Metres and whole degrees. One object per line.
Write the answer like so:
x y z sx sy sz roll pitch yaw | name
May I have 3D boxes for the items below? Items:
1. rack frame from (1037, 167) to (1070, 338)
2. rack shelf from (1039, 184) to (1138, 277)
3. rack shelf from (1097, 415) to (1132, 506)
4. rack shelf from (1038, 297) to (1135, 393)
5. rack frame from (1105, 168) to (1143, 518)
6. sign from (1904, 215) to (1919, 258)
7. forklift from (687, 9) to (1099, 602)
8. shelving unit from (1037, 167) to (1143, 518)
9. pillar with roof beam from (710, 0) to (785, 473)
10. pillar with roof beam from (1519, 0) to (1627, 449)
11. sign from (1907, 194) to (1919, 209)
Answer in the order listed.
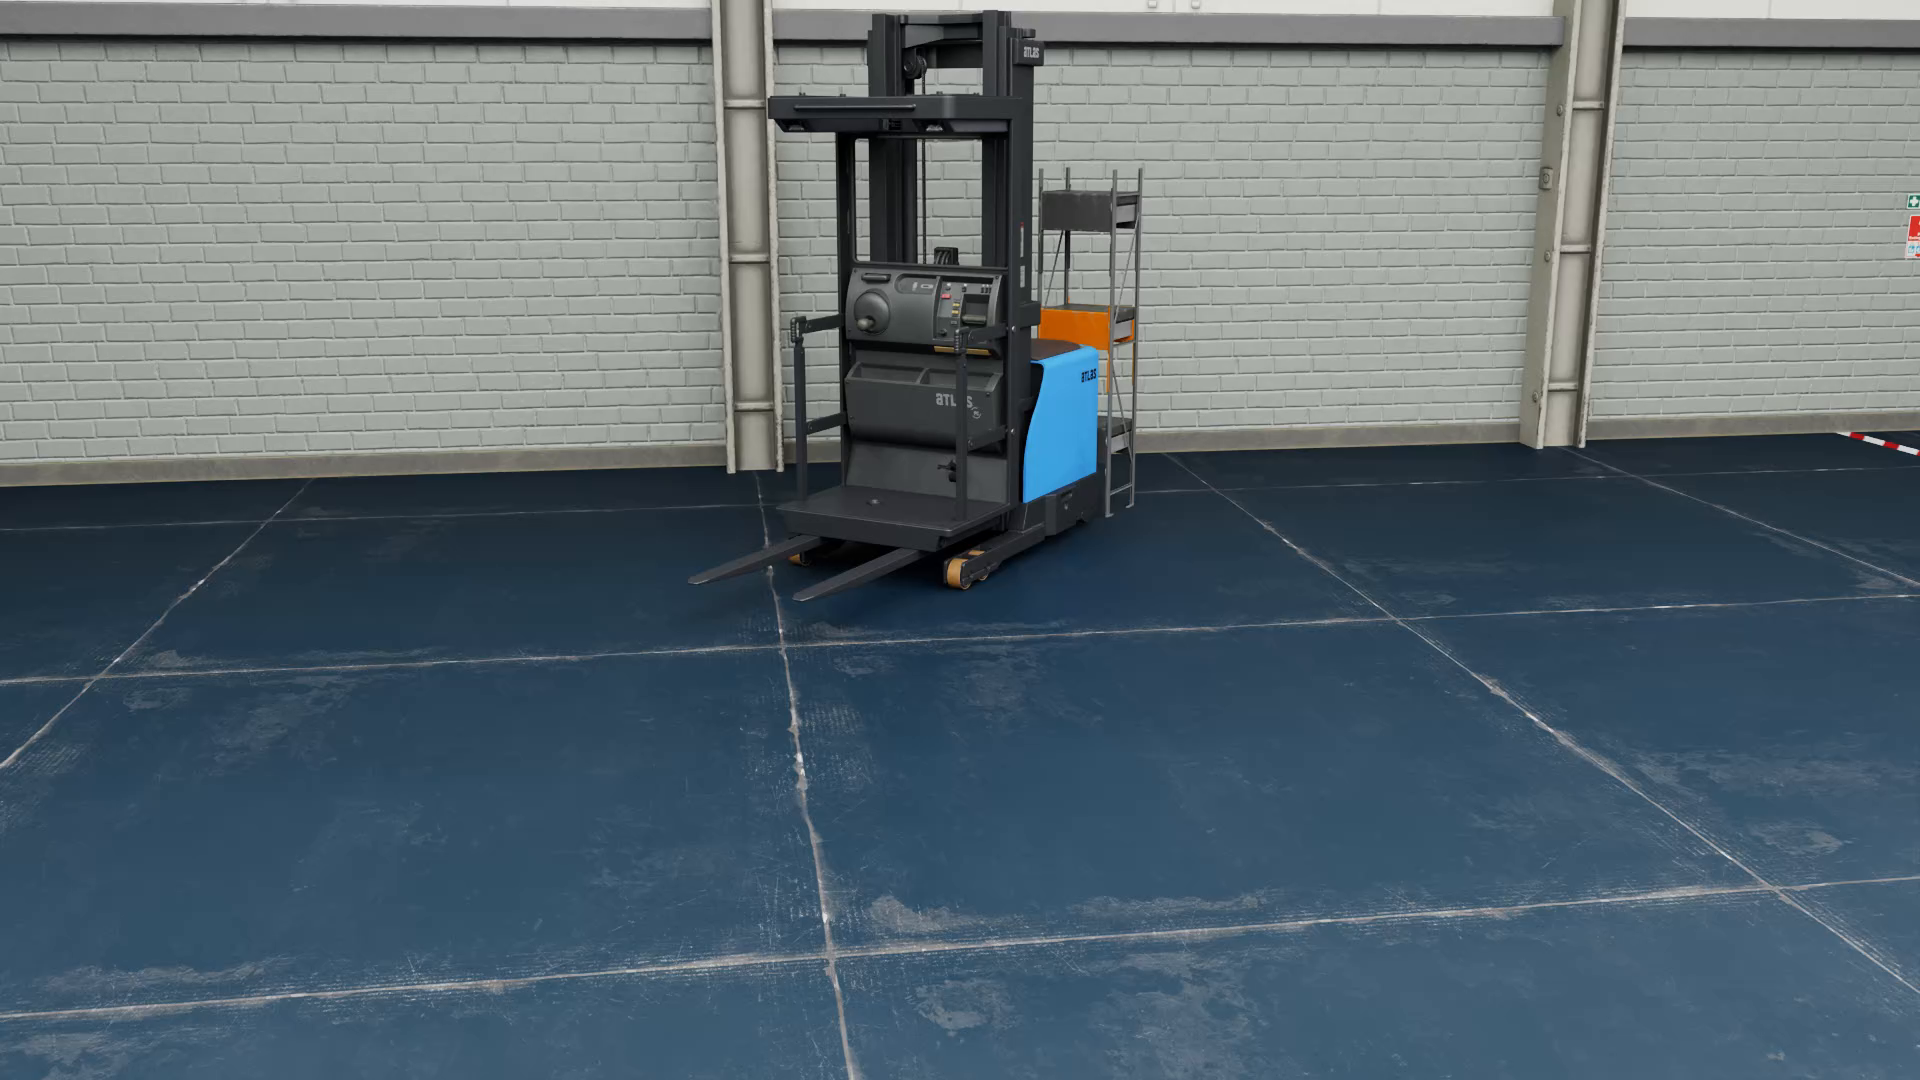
0.579 -1.255 10.410 0.015 2.100 0.400 8 16 29 | rack frame
0.791 -1.891 10.125 0.480 0.518 0.431 8 16 29 | rack shelf
0.791 -0.533 10.465 0.480 0.518 0.431 8 16 29 | rack shelf
0.791 -1.212 10.295 0.480 0.518 0.431 8 16 29 | rack shelf
1.002 -1.196 10.174 0.015 2.100 0.400 8 16 29 | rack frame
7.408 -2.341 12.817 0.234 0.329 0.001 -2 14 -8 | sign
-0.301 -1.287 8.828 1.130 2.935 3.031 8 16 28 | forklift
0.791 -1.225 10.292 0.503 2.100 0.431 8 16 29 | shelving unit
-0.806 -3.839 6.530 0.400 9.000 9.100 -2 14 -8 | pillar with roof beam
5.127 -4.056 7.397 0.400 9.000 9.100 -2 14 -8 | pillar with roof beam
7.413 -2.596 12.745 0.331 0.109 0.001 -2 14 -8 | sign
